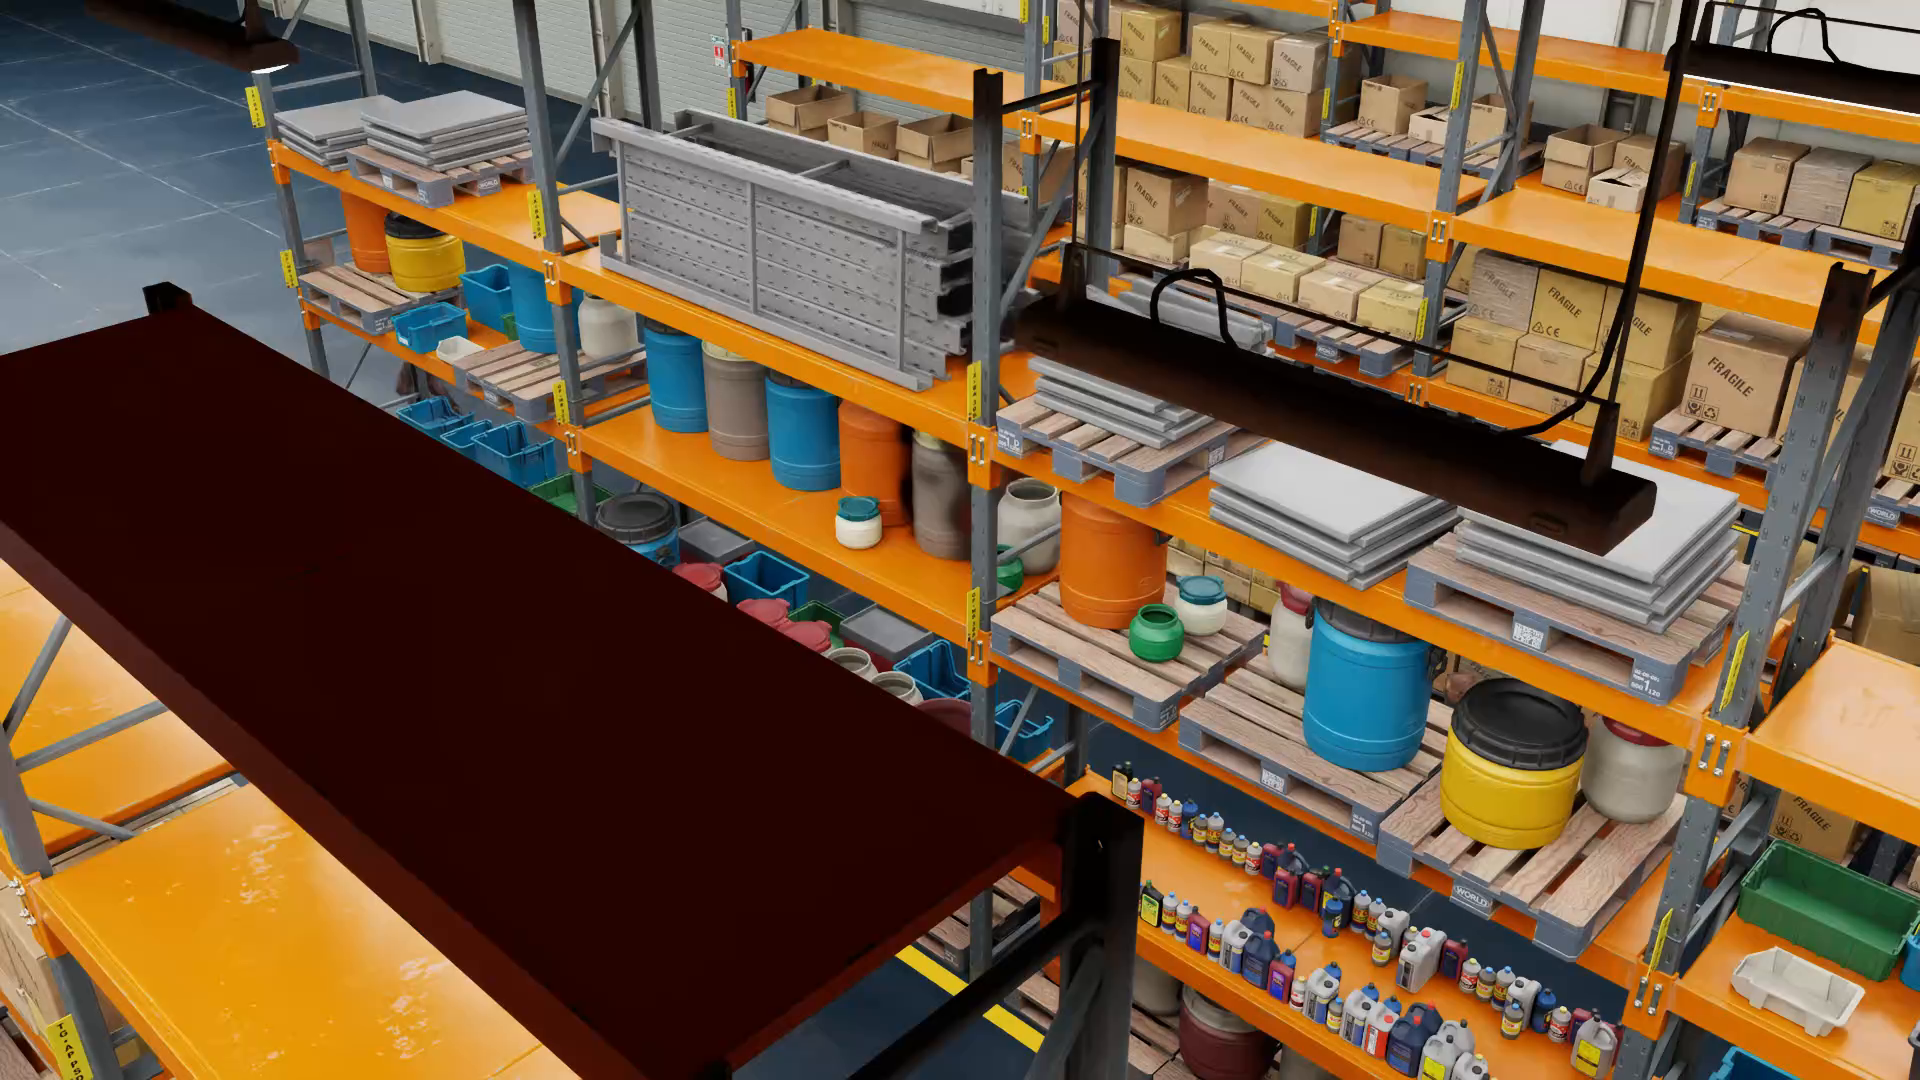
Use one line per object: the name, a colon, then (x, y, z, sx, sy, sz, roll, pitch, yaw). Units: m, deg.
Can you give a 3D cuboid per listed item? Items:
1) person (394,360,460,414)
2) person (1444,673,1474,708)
person: (-5.934, -2.015, 18.105, 0.749, 1.771, 0.608, -14, 32, -23)
person: (3.729, 1.645, 11.603, 1.023, 1.398, 0.684, 13, 32, 21)
